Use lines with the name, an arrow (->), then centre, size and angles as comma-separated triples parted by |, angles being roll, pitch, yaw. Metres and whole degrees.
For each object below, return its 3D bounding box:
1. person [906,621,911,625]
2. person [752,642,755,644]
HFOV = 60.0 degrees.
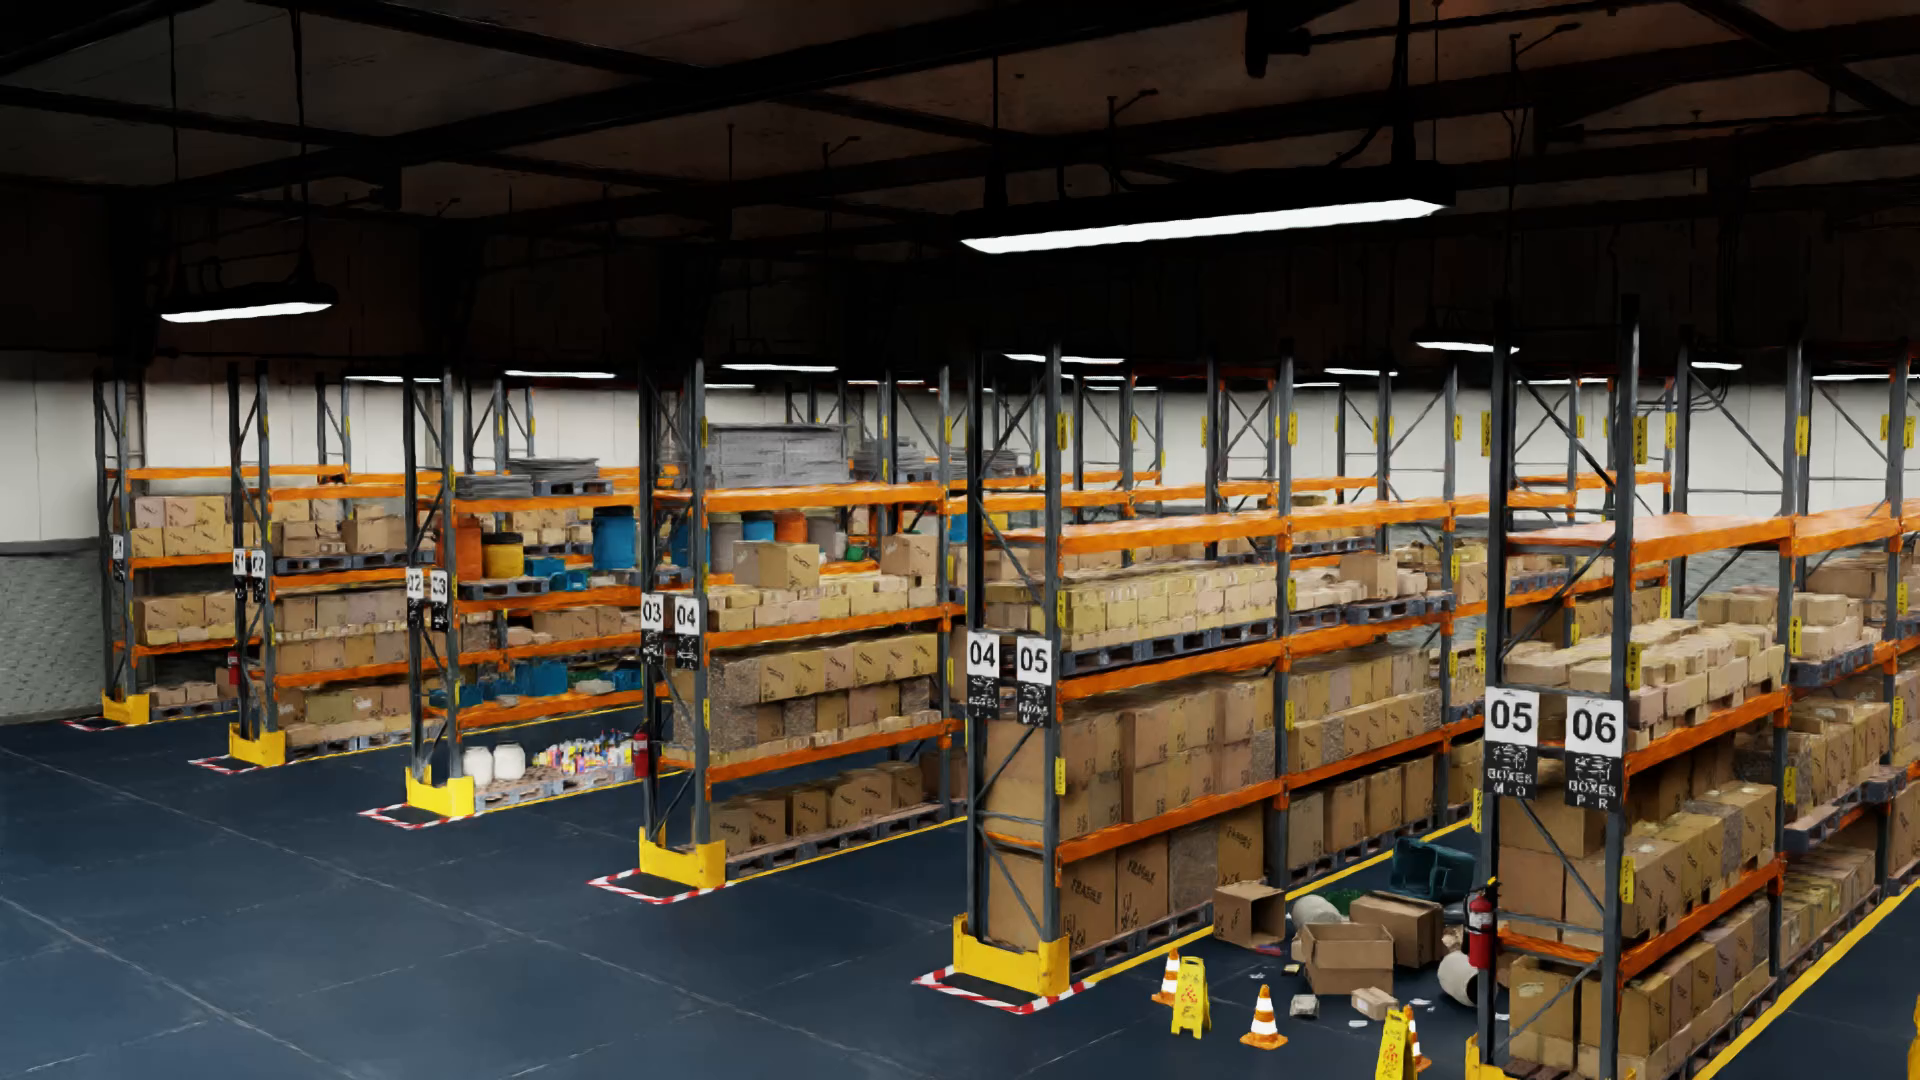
person -> -0.863, 1.762, 34.036 | 0.414, 1.768, 0.684 | 3, 5, 31
person -> -3.290, 2.326, 27.349 | 0.999, 1.619, 0.483 | -3, 5, -39
